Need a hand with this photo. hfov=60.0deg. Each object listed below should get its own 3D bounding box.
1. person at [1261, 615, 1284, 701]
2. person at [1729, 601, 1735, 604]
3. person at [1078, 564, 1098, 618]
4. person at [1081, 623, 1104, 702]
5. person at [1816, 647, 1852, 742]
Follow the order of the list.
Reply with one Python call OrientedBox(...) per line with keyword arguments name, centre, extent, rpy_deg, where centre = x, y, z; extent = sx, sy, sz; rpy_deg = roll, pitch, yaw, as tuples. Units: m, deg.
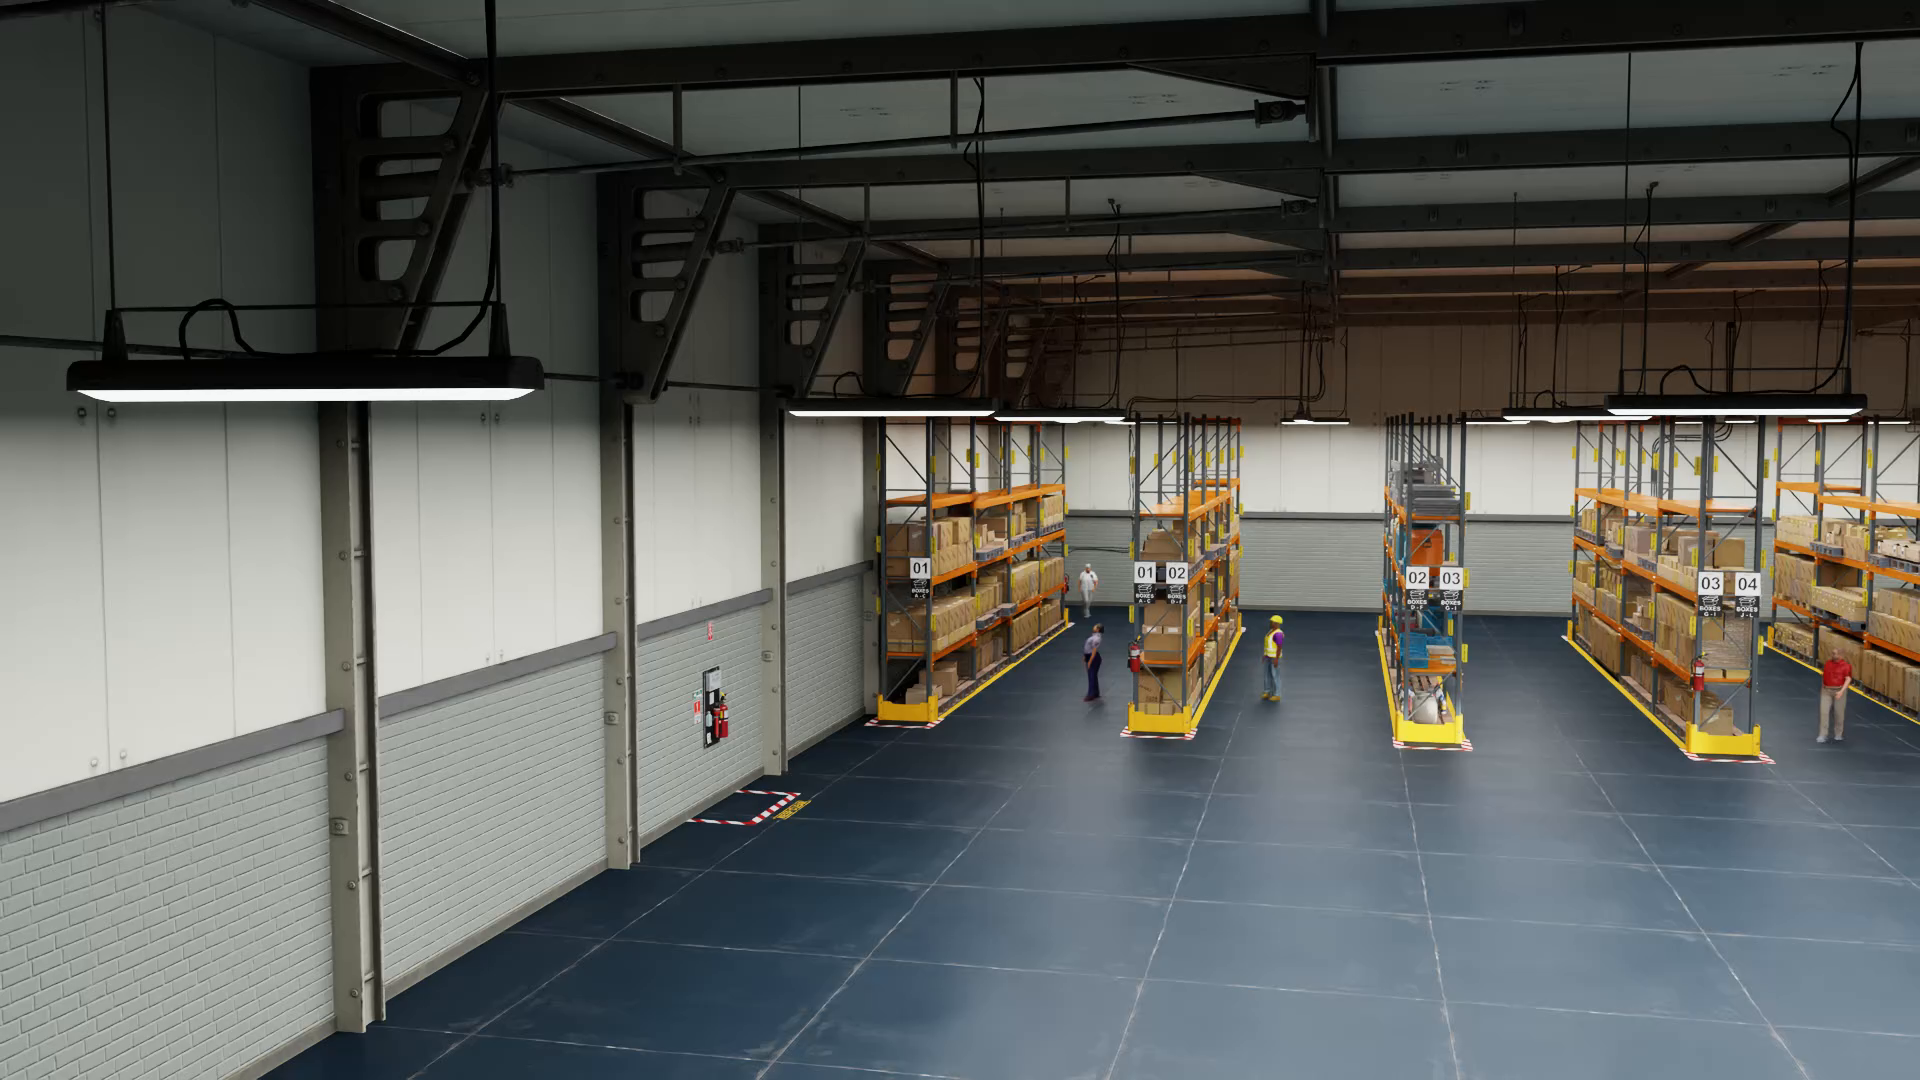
OrientedBox(name="person", centre=(6.585, 2.466, 34.965), extent=(0.425, 1.768, 0.622), rpy_deg=(-2, 4, -28))
OrientedBox(name="person", centre=(20.876, 1.799, 44.720), extent=(0.471, 1.757, 0.582), rpy_deg=(-1, 4, -10))
OrientedBox(name="person", centre=(3.864, 1.557, 50.310), extent=(0.530, 1.702, 0.764), rpy_deg=(-1, 4, -16))
OrientedBox(name="person", centre=(2.749, 2.568, 34.957), extent=(0.525, 1.636, 0.505), rpy_deg=(-1, 4, -18))
OrientedBox(name="person", centre=(15.970, 2.823, 30.383), extent=(0.566, 1.734, 0.625), rpy_deg=(3, 5, 40))
